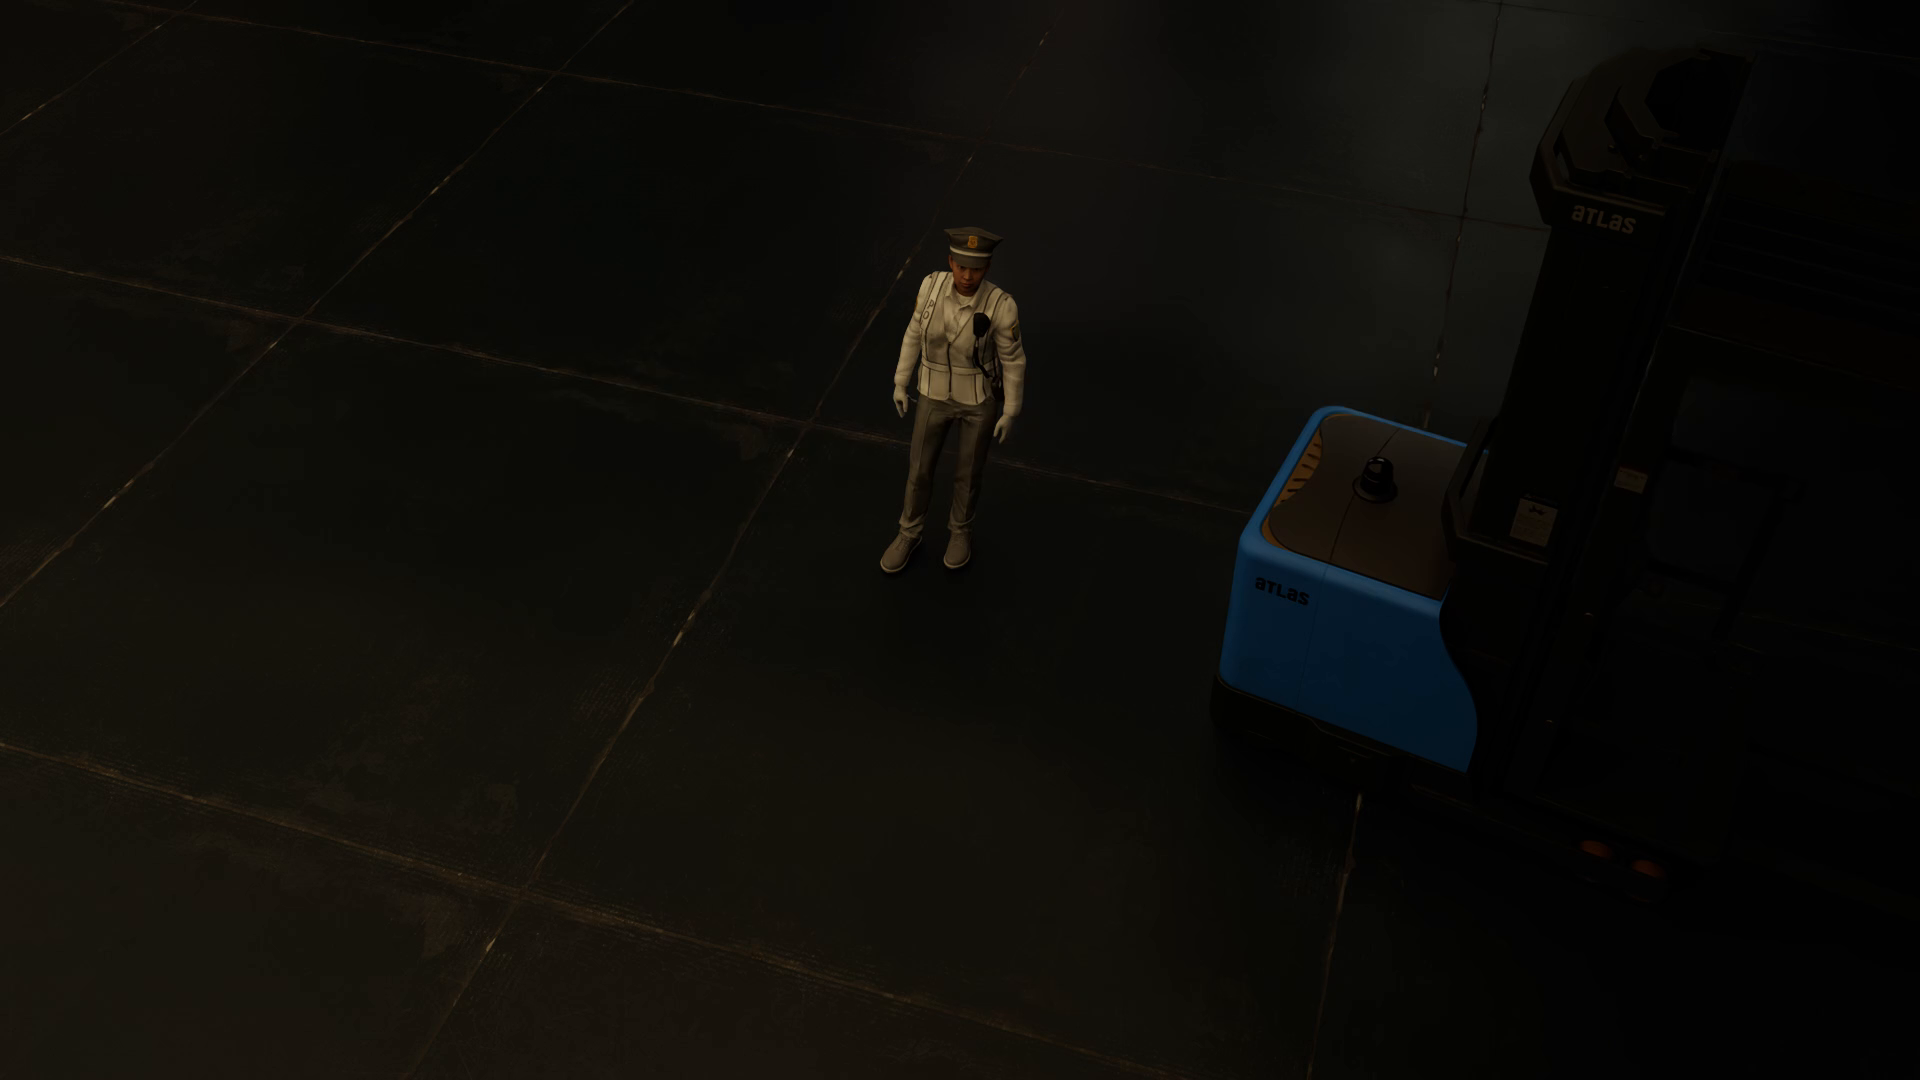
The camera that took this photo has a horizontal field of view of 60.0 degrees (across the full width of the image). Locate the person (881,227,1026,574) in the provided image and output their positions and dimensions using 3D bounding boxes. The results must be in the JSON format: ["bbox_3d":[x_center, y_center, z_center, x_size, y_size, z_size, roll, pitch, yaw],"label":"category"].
[{"bbox_3d":[-0.027,-0.583,7.212,0.586,1.694,0.532,12,44,13],"label":"person"}]

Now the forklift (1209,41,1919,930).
[{"bbox_3d":[2.592,-0.109,5.806,3.031,2.935,1.130,20,46,20],"label":"forklift"}]
